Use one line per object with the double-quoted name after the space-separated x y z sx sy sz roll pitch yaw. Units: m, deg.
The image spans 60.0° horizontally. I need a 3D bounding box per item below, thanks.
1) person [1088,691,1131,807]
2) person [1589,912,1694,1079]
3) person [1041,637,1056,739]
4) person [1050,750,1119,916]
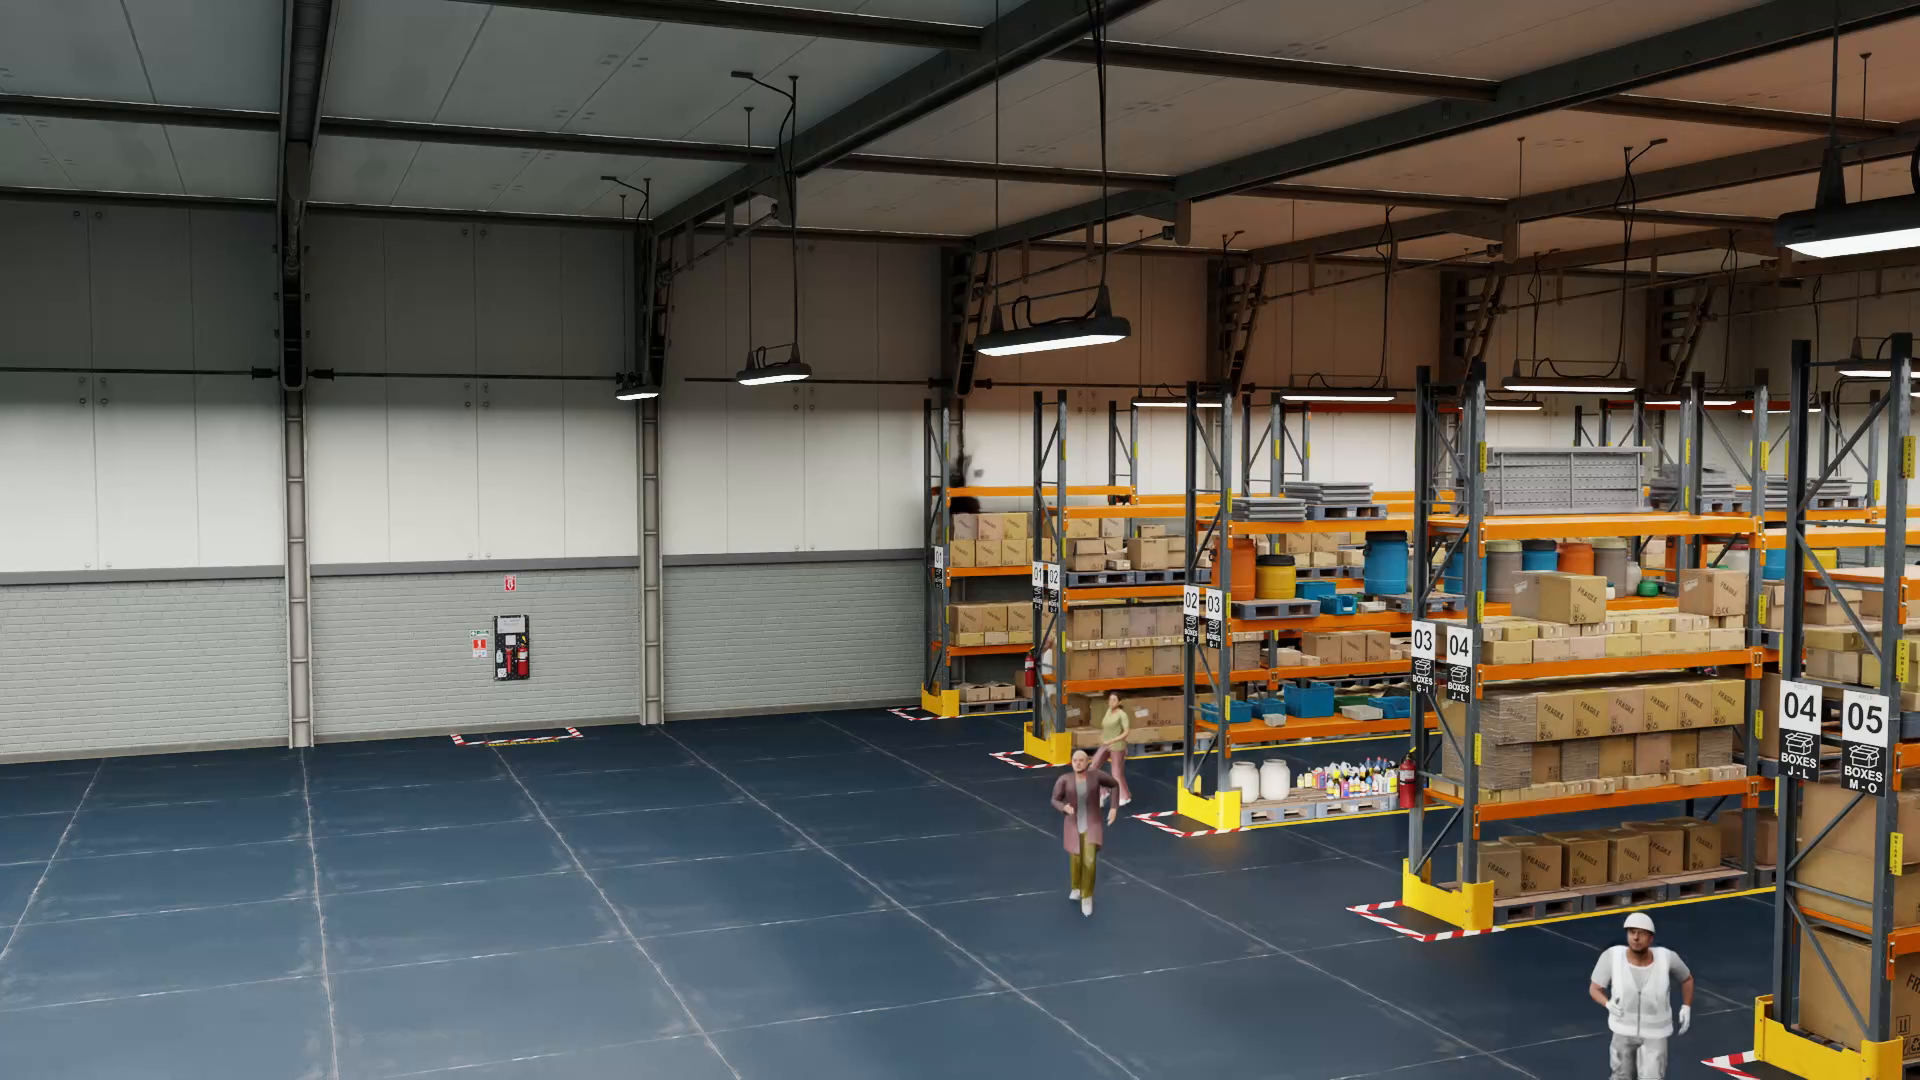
2.163 2.958 23.452 0.668 1.674 0.589 -3 4 -39 "person"
4.915 3.560 12.023 0.693 1.792 0.995 2 4 25 "person"
1.510 2.627 28.907 0.804 1.749 0.695 -2 4 -26 "person"
1.376 3.199 18.315 0.733 1.798 0.958 1 3 13 "person"
